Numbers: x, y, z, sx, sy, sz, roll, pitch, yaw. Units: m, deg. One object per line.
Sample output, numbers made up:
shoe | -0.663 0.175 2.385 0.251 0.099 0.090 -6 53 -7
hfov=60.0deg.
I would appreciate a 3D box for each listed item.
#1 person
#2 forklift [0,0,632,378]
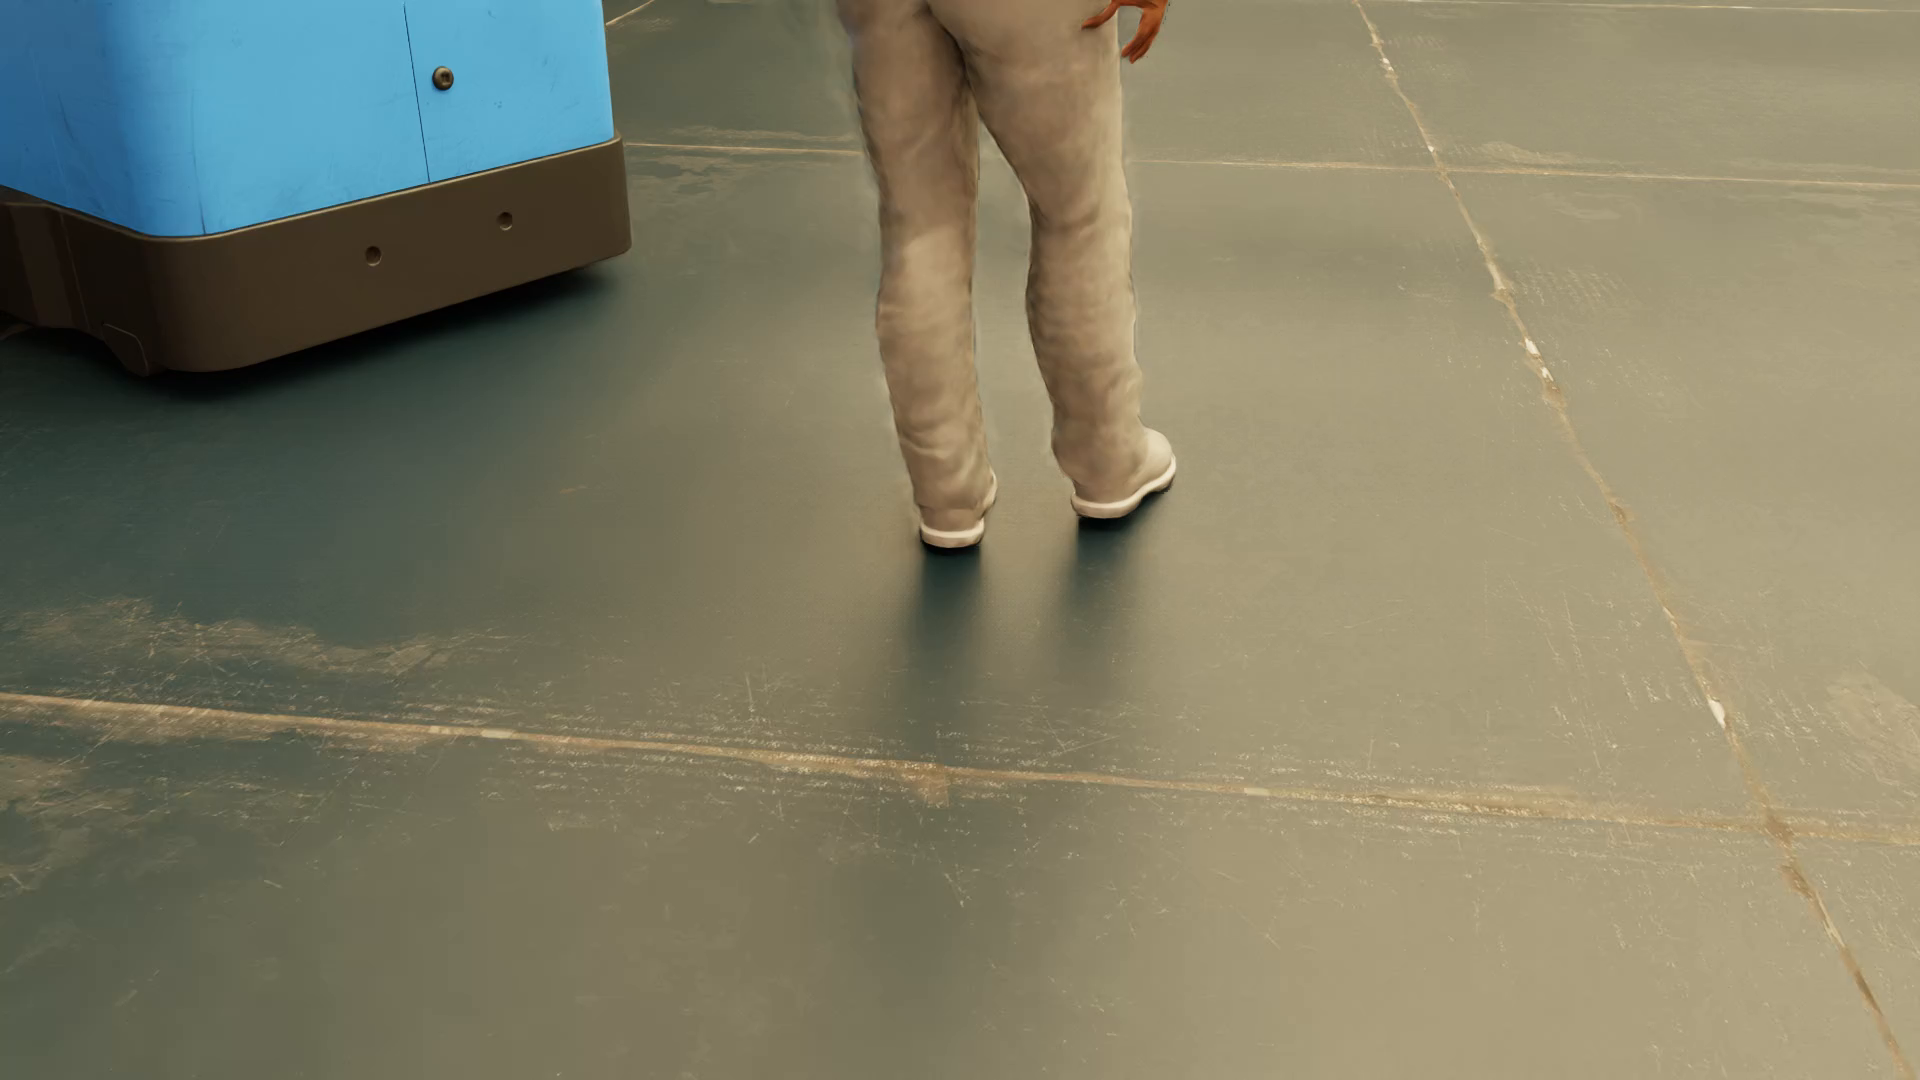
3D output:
person | 0.078 -0.804 2.201 0.537 1.696 0.604 19 32 34
forklift | -2.181 -2.127 3.480 3.031 2.935 1.130 20 33 34
